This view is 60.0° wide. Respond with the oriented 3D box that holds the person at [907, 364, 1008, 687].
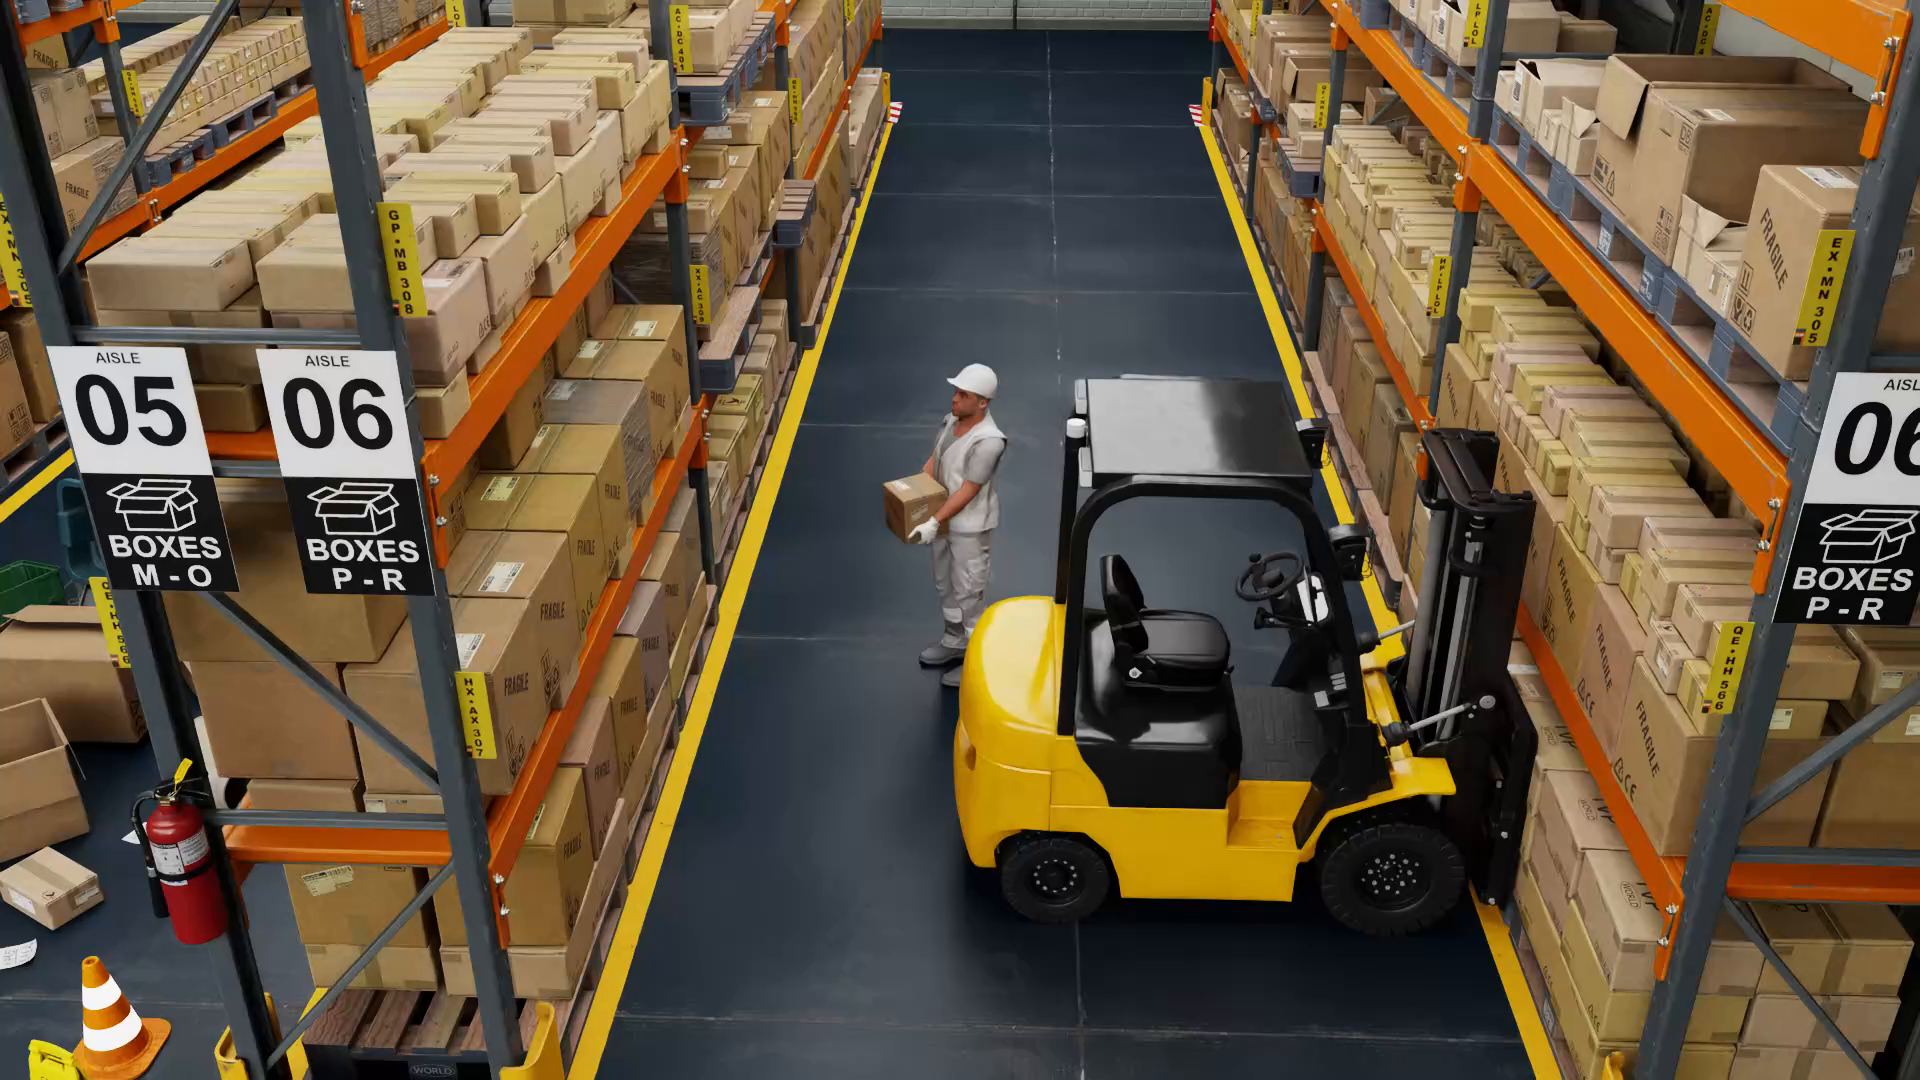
[{"bbox_3d":[-0.069,-0.060,8.709,0.560,1.788,0.502,-12,30,-22],"label":"person"}]
